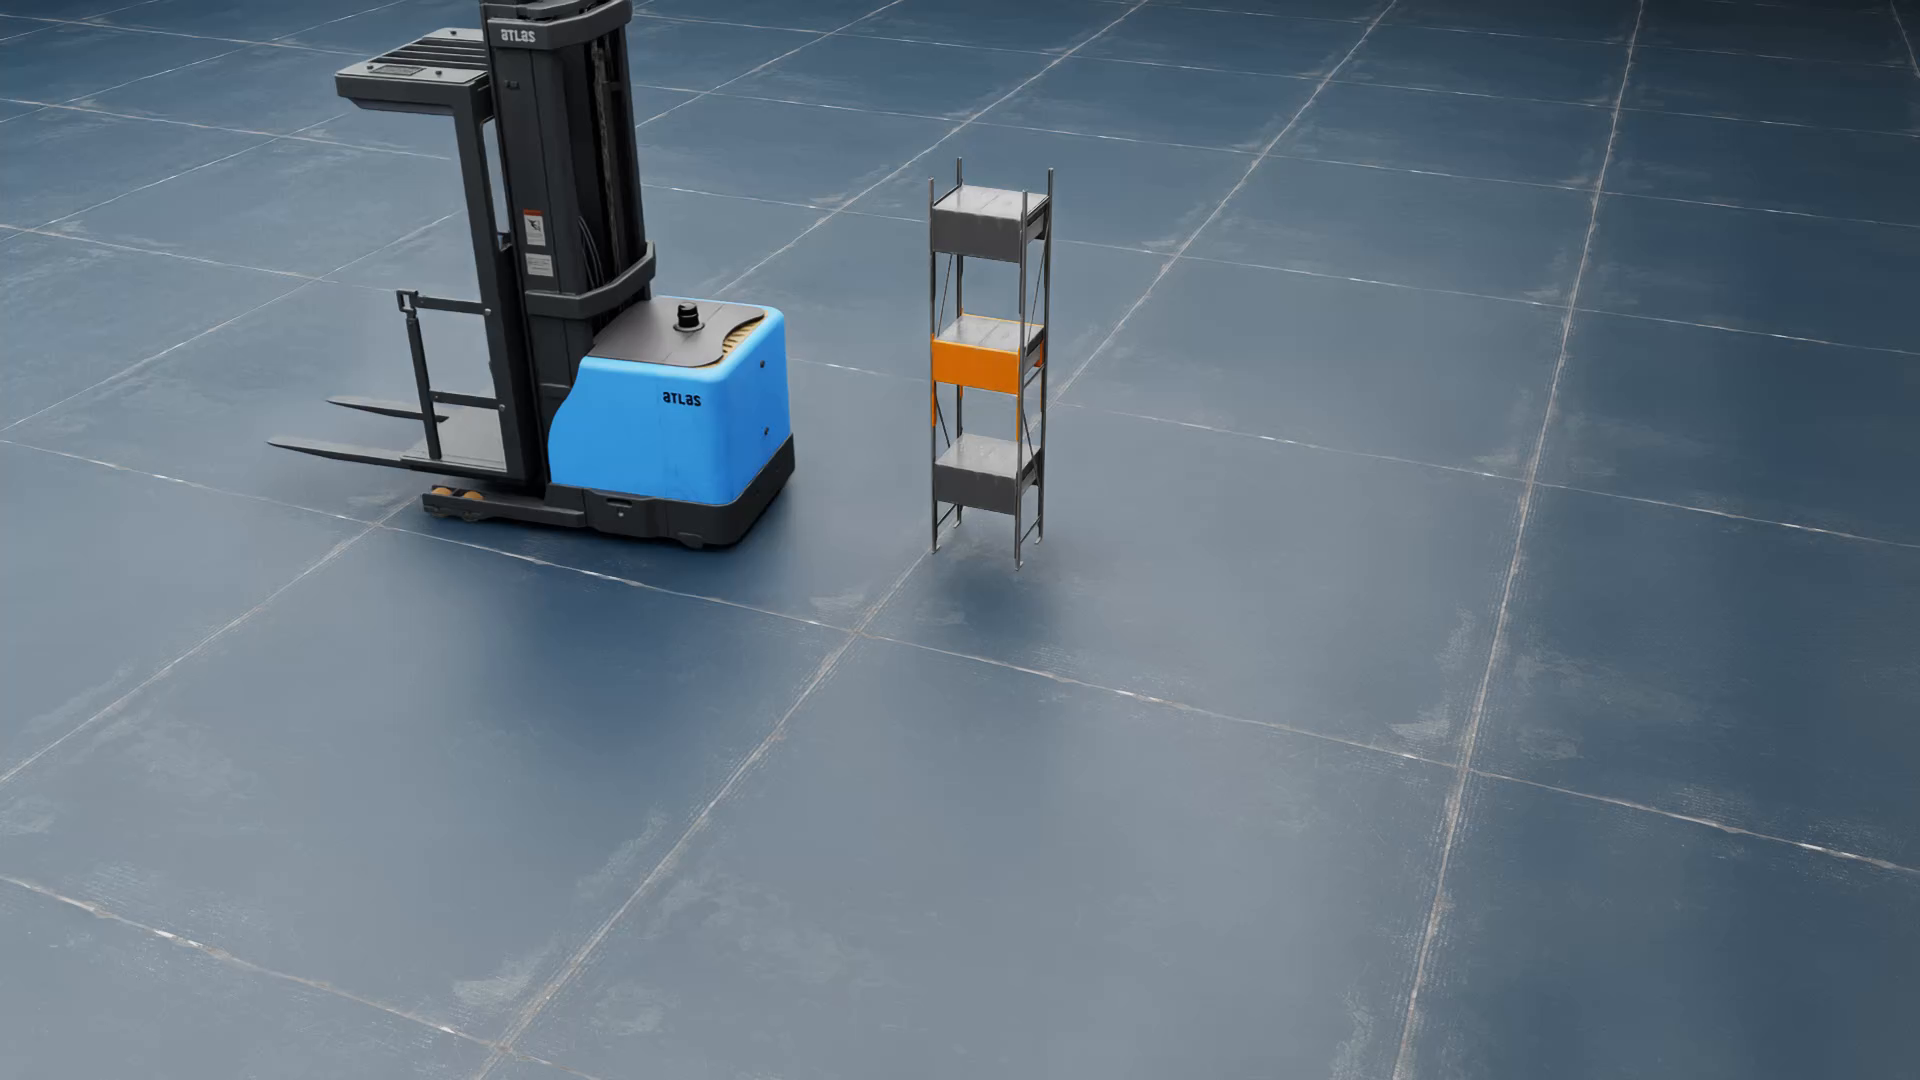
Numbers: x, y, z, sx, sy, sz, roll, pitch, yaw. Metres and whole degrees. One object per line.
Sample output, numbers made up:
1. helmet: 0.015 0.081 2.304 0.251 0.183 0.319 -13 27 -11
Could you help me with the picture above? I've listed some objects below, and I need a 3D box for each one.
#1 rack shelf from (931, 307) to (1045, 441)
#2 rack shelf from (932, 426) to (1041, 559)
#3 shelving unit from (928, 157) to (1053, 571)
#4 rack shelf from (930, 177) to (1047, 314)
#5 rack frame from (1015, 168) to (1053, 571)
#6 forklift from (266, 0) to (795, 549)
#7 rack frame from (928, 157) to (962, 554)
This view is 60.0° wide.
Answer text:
1. rack shelf: 0.153 -0.872 8.686 0.480 0.518 0.431 11 31 19
2. rack shelf: 0.153 -0.262 9.030 0.480 0.518 0.431 11 31 19
3. shelving unit: 0.153 -0.883 8.679 0.503 2.100 0.431 11 31 19
4. rack shelf: 0.153 -1.481 8.341 0.480 0.518 0.431 11 31 19
5. rack frame: 0.379 -0.838 8.599 0.015 2.100 0.400 11 31 19
6. forklift: -2.552 -1.621 9.140 3.031 2.935 1.130 8 30 13
7. rack frame: -0.073 -0.929 8.759 0.015 2.100 0.400 11 31 19
